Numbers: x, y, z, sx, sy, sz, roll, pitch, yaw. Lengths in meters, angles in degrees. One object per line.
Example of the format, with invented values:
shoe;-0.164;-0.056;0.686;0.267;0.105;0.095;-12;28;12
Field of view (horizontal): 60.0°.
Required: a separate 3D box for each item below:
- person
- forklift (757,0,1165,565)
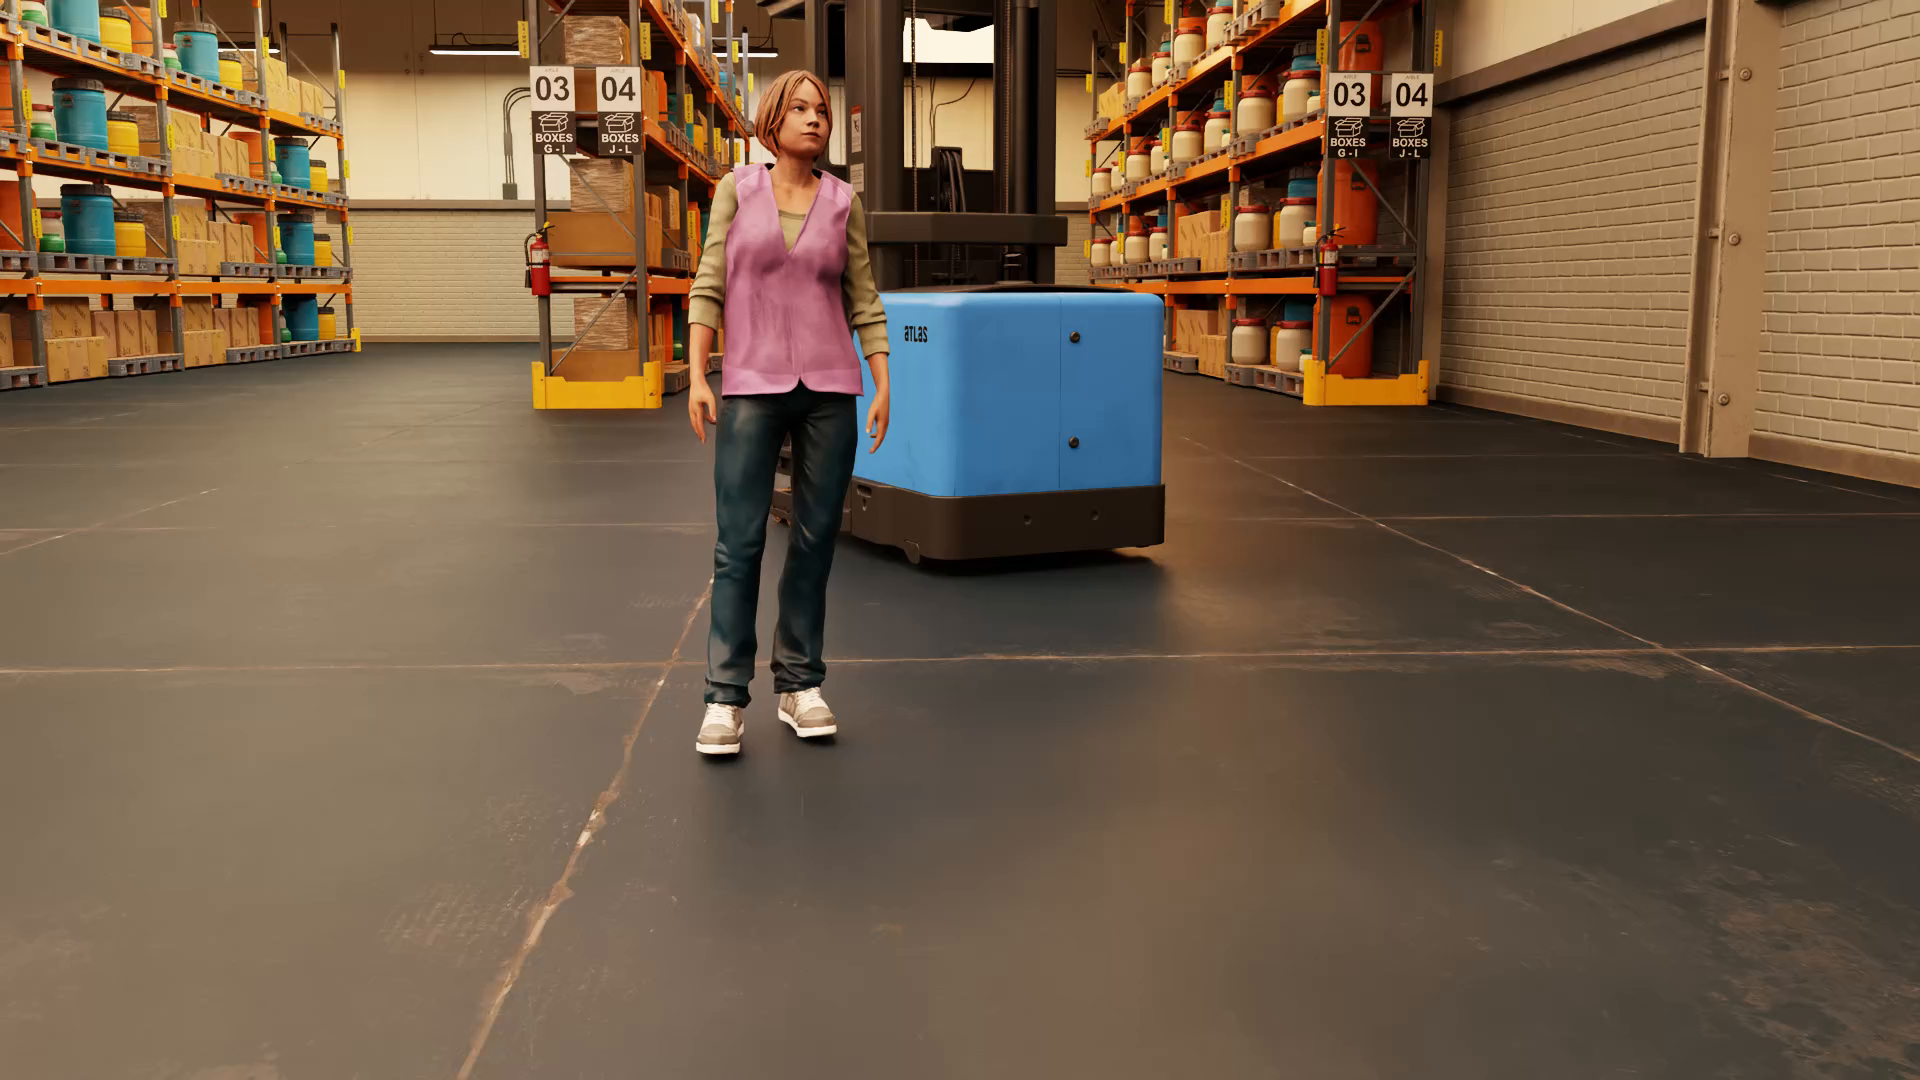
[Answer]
person;-0.404;-0.320;3.980;0.520;1.597;0.475;-2;9;-15
forklift;-0.264;-1.530;7.637;1.130;2.935;3.031;-4;9;-25
